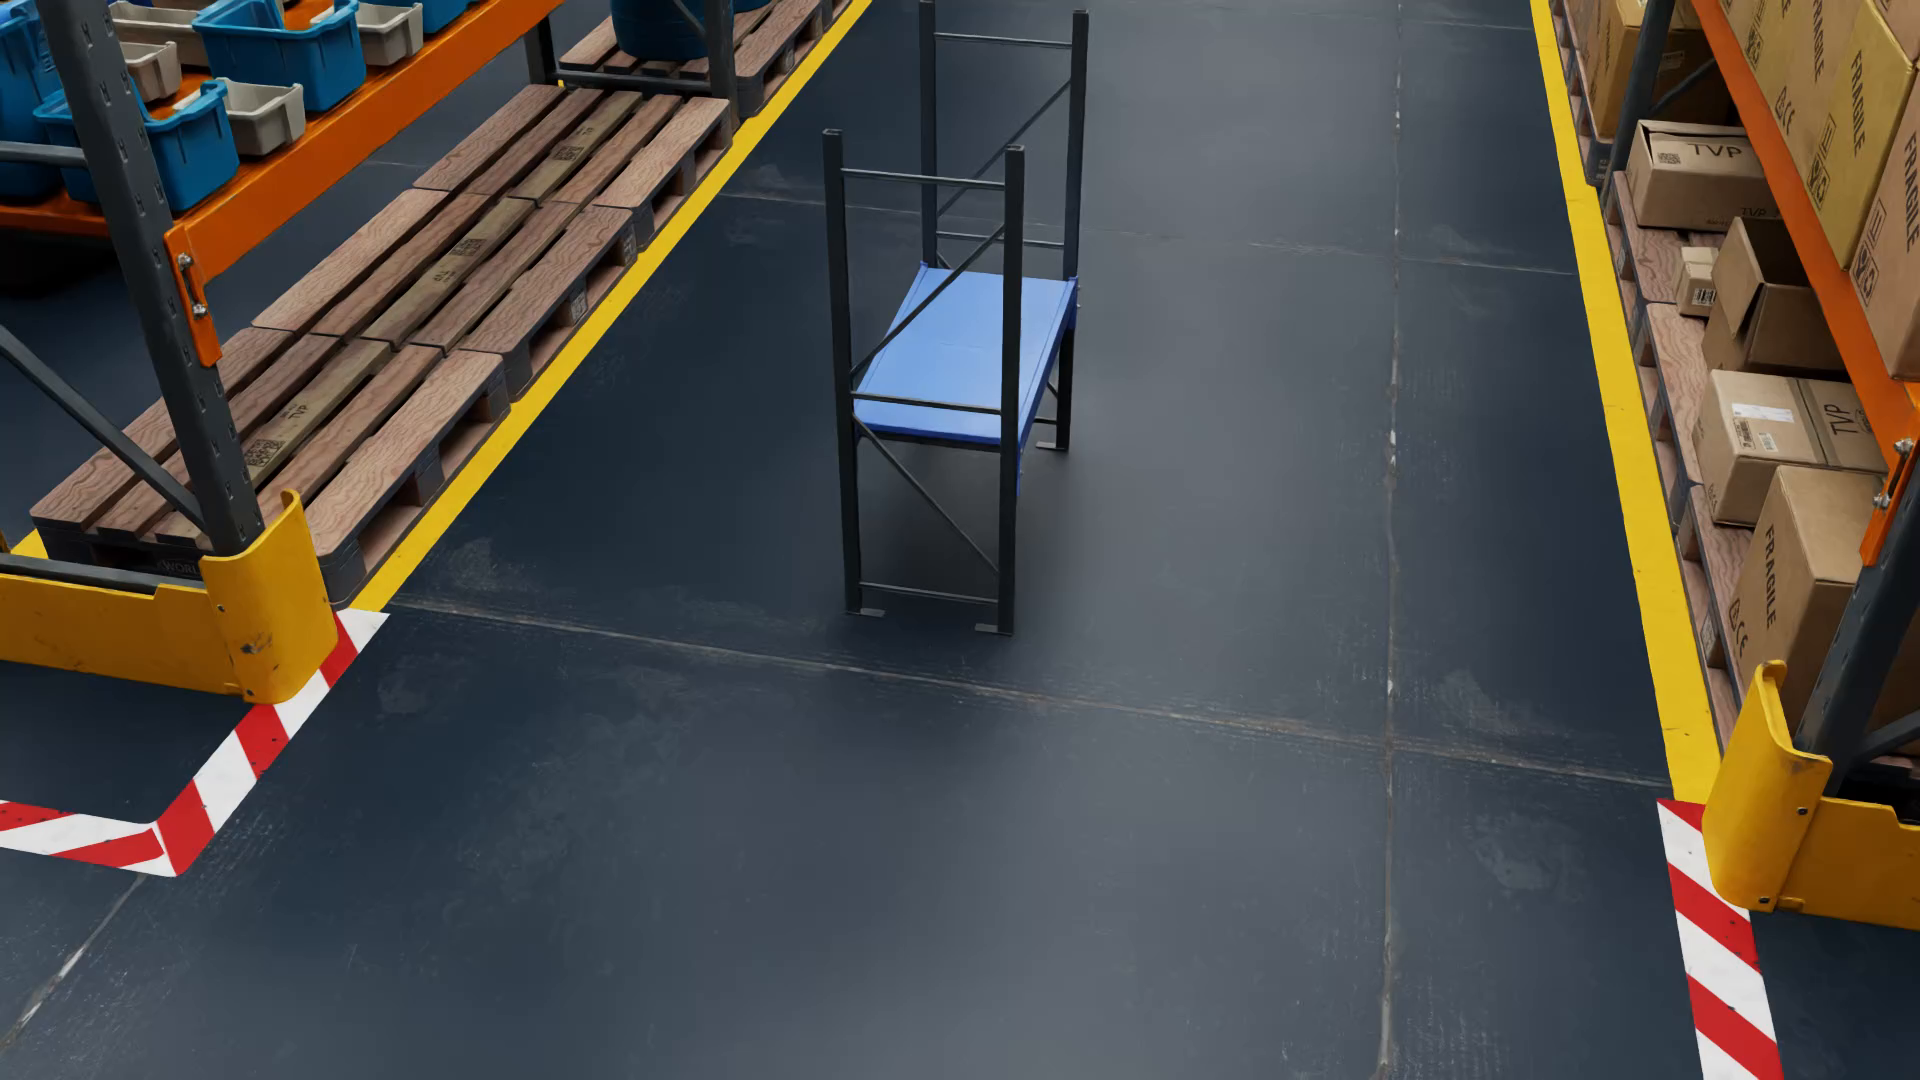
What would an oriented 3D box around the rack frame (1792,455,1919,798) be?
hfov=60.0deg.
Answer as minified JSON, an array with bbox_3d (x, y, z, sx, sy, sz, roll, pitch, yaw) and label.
[{"bbox_3d":[2.427,-0.313,3.126,1.000,3.000,0.127,7,37,10],"label":"rack frame"}]

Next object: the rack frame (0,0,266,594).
[{"bbox_3d":[-2.411,-0.936,3.985,1.000,3.000,0.127,7,37,10],"label":"rack frame"}]

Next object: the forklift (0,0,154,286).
[{"bbox_3d":[-4.712,-2.811,6.631,3.031,2.935,1.130,19,40,24],"label":"forklift"}]

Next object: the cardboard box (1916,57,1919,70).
[{"bbox_3d":[2.253,-1.048,3.202,0.500,0.500,0.500,7,37,10],"label":"cardboard box"}]

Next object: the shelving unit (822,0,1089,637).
[{"bbox_3d":[0.018,-0.656,4.877,0.538,1.500,1.048,7,37,10],"label":"shelving unit"}]

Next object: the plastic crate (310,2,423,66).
[{"bbox_3d":[-1.743,-1.516,4.959,0.250,0.136,0.298,7,37,10],"label":"plastic crate"}]

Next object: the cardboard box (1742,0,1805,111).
[{"bbox_3d":[2.584,-1.516,4.701,0.500,0.500,0.500,7,36,9],"label":"cardboard box"}]

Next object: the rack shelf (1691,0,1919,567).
[{"bbox_3d":[2.854,-1.168,4.919,1.077,0.370,4.000,7,37,10],"label":"rack shelf"}]

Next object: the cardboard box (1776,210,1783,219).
[{"bbox_3d":[3.437,-1.410,6.394,0.500,0.500,0.500,7,37,10],"label":"cardboard box"}]

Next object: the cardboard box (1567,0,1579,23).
[{"bbox_3d":[3.434,-2.952,8.523,0.500,0.500,0.500,6,36,8],"label":"cardboard box"}]

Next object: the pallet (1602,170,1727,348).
[{"bbox_3d":[3.134,-1.083,6.565,1.003,0.211,1.213,7,37,10],"label":"pallet"}]

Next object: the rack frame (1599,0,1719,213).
[{"bbox_3d":[3.281,-2.606,6.290,1.000,3.000,0.127,7,37,10],"label":"rack frame"}]

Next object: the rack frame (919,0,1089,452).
[{"bbox_3d":[0.127,-0.948,5.279,0.500,1.500,0.032,7,37,10],"label":"rack frame"}]

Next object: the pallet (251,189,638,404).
[{"bbox_3d":[-1.935,-0.972,6.411,1.003,0.211,1.213,7,37,10],"label":"pallet"}]

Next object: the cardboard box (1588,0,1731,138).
[{"bbox_3d":[3.107,-2.091,7.334,0.500,0.500,0.500,7,37,10],"label":"cardboard box"}]

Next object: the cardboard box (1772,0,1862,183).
[{"bbox_3d":[2.476,-1.227,4.302,0.500,0.500,0.500,8,37,10],"label":"cardboard box"}]

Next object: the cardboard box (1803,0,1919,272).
[{"bbox_3d":[2.364,-0.942,3.909,0.500,0.500,0.500,8,37,10],"label":"cardboard box"}]

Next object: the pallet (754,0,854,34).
[{"bbox_3d":[-1.093,-3.239,9.539,1.003,0.211,1.213,7,37,10],"label":"pallet"}]

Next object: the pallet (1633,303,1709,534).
[{"bbox_3d":[2.875,-0.382,5.597,1.003,0.211,1.213,7,37,10],"label":"pallet"}]

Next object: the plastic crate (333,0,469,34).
[{"bbox_3d":[-1.756,-1.747,5.197,0.416,0.233,0.300,7,37,10],"label":"plastic crate"}]

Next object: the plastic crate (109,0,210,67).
[{"bbox_3d":[-2.338,-1.508,4.948,0.396,0.136,0.243,7,37,10],"label":"plastic crate"}]

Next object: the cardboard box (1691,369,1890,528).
[{"bbox_3d":[2.535,-0.261,5.022,0.500,0.250,0.500,7,37,10],"label":"cardboard box"}]

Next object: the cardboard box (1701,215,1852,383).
[{"bbox_3d":[2.885,-0.696,5.406,0.797,0.503,0.637,7,37,10],"label":"cardboard box"}]

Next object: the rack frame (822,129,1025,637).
[{"bbox_3d":[-0.090,-0.365,4.475,0.500,1.500,0.032,7,37,10],"label":"rack frame"}]

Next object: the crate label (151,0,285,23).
[{"bbox_3d":[-2.302,-1.671,5.173,0.396,0.136,0.243,7,37,10],"label":"crate label"}]

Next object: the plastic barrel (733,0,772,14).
[{"bbox_3d":[-1.273,-3.265,8.629,0.600,0.901,0.708,7,37,10],"label":"plastic barrel"}]

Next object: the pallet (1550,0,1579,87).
[{"bbox_3d":[3.676,-2.649,8.726,1.003,0.211,1.213,7,37,10],"label":"pallet"}]

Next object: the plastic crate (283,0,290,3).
[{"bbox_3d":[-2.257,-1.843,5.410,0.298,0.136,0.250,7,37,10],"label":"plastic crate"}]

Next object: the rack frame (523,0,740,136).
[{"bbox_3d":[-1.557,-3.229,7.149,1.000,3.000,0.127,7,37,10],"label":"rack frame"}]

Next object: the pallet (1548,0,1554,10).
[{"bbox_3d":[3.939,-3.347,9.688,1.003,0.211,1.213,7,37,10],"label":"pallet"}]

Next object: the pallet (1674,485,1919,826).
[{"bbox_3d":[2.612,0.316,4.635,1.003,0.211,1.213,7,37,10],"label":"pallet"}]

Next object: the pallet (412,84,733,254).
[{"bbox_3d":[-1.676,-1.674,7.379,1.003,0.211,1.213,7,37,10],"label":"pallet"}]

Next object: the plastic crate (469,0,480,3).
[{"bbox_3d":[-1.692,-1.920,5.434,0.416,0.233,0.300,7,37,10],"label":"plastic crate"}]

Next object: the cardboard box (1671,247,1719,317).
[{"bbox_3d":[2.805,-0.926,6.011,0.380,0.166,0.250,7,37,10],"label":"cardboard box"}]

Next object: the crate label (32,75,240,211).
[{"bbox_3d":[-2.037,-0.993,4.155,0.416,0.233,0.303,7,37,10],"label":"crate label"}]

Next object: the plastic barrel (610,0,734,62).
[{"bbox_3d":[-1.424,-2.859,8.069,0.600,0.901,0.708,7,37,10],"label":"plastic barrel"}]

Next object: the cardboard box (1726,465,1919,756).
[{"bbox_3d":[2.302,0.179,4.203,0.500,0.500,0.500,7,37,10],"label":"cardboard box"}]

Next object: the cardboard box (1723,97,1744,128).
[{"bbox_3d":[3.623,-2.019,7.235,0.500,0.500,0.500,6,36,8],"label":"cardboard box"}]

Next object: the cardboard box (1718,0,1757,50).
[{"bbox_3d":[2.691,-1.808,5.103,0.500,0.500,0.500,7,37,10],"label":"cardboard box"}]

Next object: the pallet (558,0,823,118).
[{"bbox_3d":[-1.351,-2.537,8.571,1.003,0.211,1.213,7,37,10],"label":"pallet"}]

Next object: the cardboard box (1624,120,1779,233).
[{"bbox_3d":[2.980,-1.482,6.655,0.500,0.311,0.500,7,37,10],"label":"cardboard box"}]

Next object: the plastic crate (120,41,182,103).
[{"bbox_3d":[-2.414,-1.344,4.721,0.396,0.136,0.243,7,37,10],"label":"plastic crate"}]

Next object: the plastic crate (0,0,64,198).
[{"bbox_3d":[-2.522,-1.190,4.254,0.616,0.435,0.499,7,37,10],"label":"plastic crate"}]

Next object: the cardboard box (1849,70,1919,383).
[{"bbox_3d":[2.257,-0.644,3.498,0.500,0.500,0.500,8,37,11],"label":"cardboard box"}]

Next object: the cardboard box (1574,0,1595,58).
[{"bbox_3d":[3.328,-2.661,8.120,0.500,0.500,0.500,8,37,11],"label":"cardboard box"}]

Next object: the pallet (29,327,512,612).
[{"bbox_3d":[-2.197,-0.275,5.449,1.003,0.211,1.213,7,37,10],"label":"pallet"}]

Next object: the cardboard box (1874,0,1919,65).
[{"bbox_3d":[2.360,-1.338,3.602,0.500,0.500,0.500,8,37,11],"label":"cardboard box"}]

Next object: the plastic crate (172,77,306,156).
[{"bbox_3d":[-1.888,-1.127,4.423,0.250,0.136,0.298,7,37,10],"label":"plastic crate"}]

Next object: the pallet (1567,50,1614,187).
[{"bbox_3d":[3.418,-1.948,7.758,1.003,0.211,1.213,7,37,10],"label":"pallet"}]

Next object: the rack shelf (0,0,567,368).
[{"bbox_3d":[-1.984,-1.791,5.778,1.077,0.370,4.000,7,37,10],"label":"rack shelf"}]

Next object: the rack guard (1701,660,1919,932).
[{"bbox_3d":[2.443,0.656,3.919,1.175,0.500,0.348,7,37,10],"label":"rack guard"}]

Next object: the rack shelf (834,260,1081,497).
[{"bbox_3d":[0.018,-0.511,4.983,0.538,0.185,1.000,7,37,10],"label":"rack shelf"}]

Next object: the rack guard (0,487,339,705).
[{"bbox_3d":[-2.404,0.092,4.697,1.175,0.500,0.348,7,37,10],"label":"rack guard"}]

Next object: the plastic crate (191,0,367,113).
[{"bbox_3d":[-1.896,-1.370,4.676,0.416,0.233,0.300,7,37,10],"label":"plastic crate"}]

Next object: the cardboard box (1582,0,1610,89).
[{"bbox_3d":[3.220,-2.373,7.724,0.500,0.500,0.500,7,37,10],"label":"cardboard box"}]
